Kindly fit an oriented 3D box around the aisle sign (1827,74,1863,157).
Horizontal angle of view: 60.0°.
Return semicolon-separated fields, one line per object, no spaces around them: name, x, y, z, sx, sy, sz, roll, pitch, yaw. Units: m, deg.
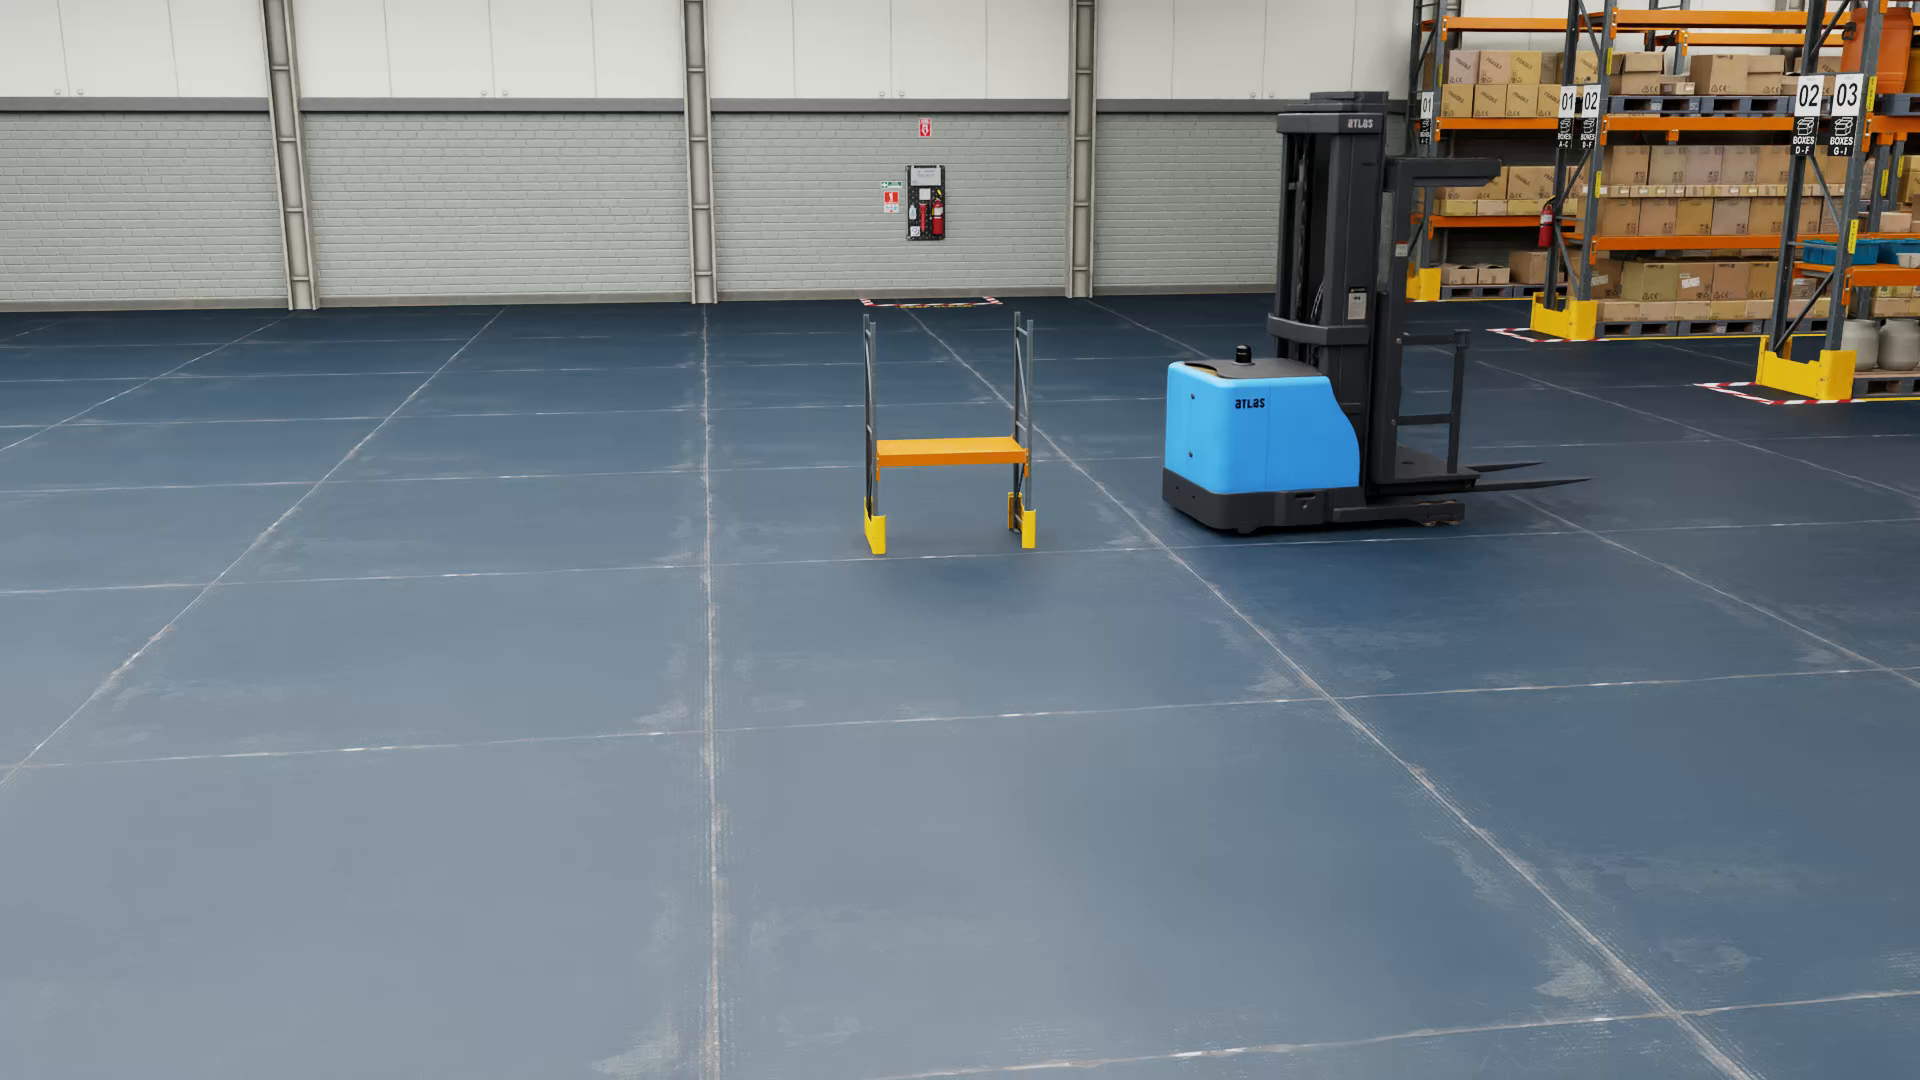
aisle sign;8.742;-4.193;16.430;0.004;0.787;0.394;-2;14;-8

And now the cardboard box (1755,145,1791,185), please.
cardboard box;10.558;-4.965;21.981;0.500;0.500;0.700;-2;14;-8

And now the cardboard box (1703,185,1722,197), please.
cardboard box;9.729;-4.569;21.737;0.250;0.149;0.380;-2;14;-9

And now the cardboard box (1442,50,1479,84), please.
cardboard box;7.711;-7.342;25.862;0.500;0.500;0.500;-3;14;-12

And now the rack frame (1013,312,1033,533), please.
rack frame;0.418;-0.743;11.101;0.032;1.500;0.500;-2;14;-8

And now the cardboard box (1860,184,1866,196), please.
cardboard box;11.754;-4.643;22.032;0.250;0.149;0.380;-2;14;-8

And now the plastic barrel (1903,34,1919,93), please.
plastic barrel;9.878;-4.827;16.886;0.600;0.588;0.600;0;14;0

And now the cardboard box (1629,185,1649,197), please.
cardboard box;8.716;-4.532;21.589;0.250;0.149;0.380;-2;14;-10

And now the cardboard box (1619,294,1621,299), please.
cardboard box;9.015;-3.178;22.518;0.500;0.250;0.500;-2;14;-8

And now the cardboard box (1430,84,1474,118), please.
cardboard box;7.662;-6.853;25.969;0.500;0.500;0.500;-2;14;-7

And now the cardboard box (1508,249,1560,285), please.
cardboard box;9.288;-4.428;26.945;0.500;0.500;0.700;-3;14;-12

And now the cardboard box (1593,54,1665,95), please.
cardboard box;8.605;-5.993;21.423;0.637;0.503;0.797;-1;14;-4

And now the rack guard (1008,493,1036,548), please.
rack guard;0.417;-0.137;11.252;0.087;0.250;0.587;-2;14;-8

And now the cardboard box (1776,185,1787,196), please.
cardboard box;10.748;-4.607;21.886;0.250;0.149;0.380;-2;14;-9

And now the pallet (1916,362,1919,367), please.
pallet;10.846;-1.738;17.719;1.213;0.211;1.003;-2;14;-8

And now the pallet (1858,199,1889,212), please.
pallet;14.516;-5.534;27.514;1.003;0.211;1.213;-2;14;-8

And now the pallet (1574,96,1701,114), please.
pallet;8.739;-5.628;21.513;1.213;0.211;1.003;-2;14;-8

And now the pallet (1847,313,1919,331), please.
pallet;12.714;-3.025;22.851;1.213;0.211;1.003;-2;14;-8

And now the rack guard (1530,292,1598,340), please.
rack guard;8.012;-2.983;22.090;0.348;0.500;1.175;-2;14;-8

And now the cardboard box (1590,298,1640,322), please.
cardboard box;8.599;-3.033;21.937;0.500;0.250;0.500;-2;14;-8

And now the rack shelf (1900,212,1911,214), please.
rack shelf;17.182;-5.402;28.073;4.000;0.370;1.077;-2;14;-8

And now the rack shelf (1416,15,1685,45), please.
rack shelf;9.272;-8.020;26.187;4.000;0.370;1.077;-2;14;-8

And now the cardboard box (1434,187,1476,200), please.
cardboard box;7.811;-5.634;26.245;0.500;0.500;0.500;-2;14;-8

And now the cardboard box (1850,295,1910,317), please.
cardboard box;12.427;-3.167;22.472;0.500;0.250;0.500;-2;14;-10

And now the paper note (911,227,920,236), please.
paper note;-0.710;-4.907;26.431;0.142;0.148;0.016;-2;14;-8

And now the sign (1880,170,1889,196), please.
sign;12.075;-4.667;21.720;0.005;0.325;0.100;-2;14;-8

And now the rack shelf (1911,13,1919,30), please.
rack shelf;13.969;-6.781;22.063;4.000;0.370;1.077;-2;14;-8

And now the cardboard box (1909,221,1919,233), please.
cardboard box;12.898;-4.203;22.330;0.250;0.149;0.380;-2;14;-8

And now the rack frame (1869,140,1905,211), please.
rack frame;15.205;-5.678;27.696;0.127;3.000;1.000;-2;14;-8

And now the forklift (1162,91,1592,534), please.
forklift;3.046;-1.637;11.724;3.031;2.935;1.130;-4;15;-14

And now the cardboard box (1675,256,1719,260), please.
cardboard box;10.003;-3.579;22.574;0.500;0.500;0.500;-2;14;-8

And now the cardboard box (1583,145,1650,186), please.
cardboard box;8.552;-4.890;21.682;0.500;0.500;0.700;-2;14;-8

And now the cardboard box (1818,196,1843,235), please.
cardboard box;11.553;-4.373;22.285;0.500;0.500;0.700;-2;14;-10

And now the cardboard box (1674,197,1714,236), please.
cardboard box;9.510;-4.296;21.979;0.500;0.500;0.700;-2;14;-8

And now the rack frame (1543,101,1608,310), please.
rack frame;8.036;-4.197;21.789;0.127;3.000;1.000;-2;14;-8

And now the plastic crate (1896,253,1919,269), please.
plastic crate;9.703;-2.832;16.891;0.250;0.136;0.298;-2;14;-8

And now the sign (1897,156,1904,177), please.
sign;15.295;-6.071;27.046;0.005;0.325;0.100;-2;14;-8

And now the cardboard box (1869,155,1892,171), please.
cardboard box;15.615;-6.323;27.868;0.500;0.250;0.500;-2;14;-7

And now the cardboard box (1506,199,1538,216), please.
cardboard box;8.840;-5.306;26.479;0.500;0.250;0.500;-2;14;-9

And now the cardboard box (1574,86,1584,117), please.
cardboard box;9.743;-6.924;26.251;0.500;0.500;0.500;-3;14;-11

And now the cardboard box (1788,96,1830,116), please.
cardboard box;13.909;-7.168;27.218;0.637;0.503;0.797;0;14;0

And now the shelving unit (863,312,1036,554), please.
shelving unit;-0.075;-0.725;11.028;1.083;1.500;0.587;-2;14;-8

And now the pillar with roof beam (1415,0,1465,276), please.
pillar with roof beam;8.499;-7.496;22.612;0.400;9.000;9.100;-2;14;-8

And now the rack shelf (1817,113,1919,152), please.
rack shelf;10.748;-4.184;17.050;4.000;0.370;1.077;-2;14;-8

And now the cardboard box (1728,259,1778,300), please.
cardboard box;10.575;-3.472;22.146;0.500;0.500;0.500;-2;14;-8

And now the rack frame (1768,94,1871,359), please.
rack frame;8.770;-3.005;17.038;0.127;3.000;1.000;-2;14;-8

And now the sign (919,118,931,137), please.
sign;-0.548;-6.472;26.096;0.199;0.298;0.001;-2;14;-8

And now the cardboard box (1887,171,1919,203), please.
cardboard box;15.723;-5.837;27.470;0.500;0.500;0.500;-2;14;-7

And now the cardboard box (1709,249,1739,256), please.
cardboard box;12.478;-4.595;27.614;0.500;0.500;0.700;-2;14;-9

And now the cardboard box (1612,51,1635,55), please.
cardboard box;10.251;-7.425;26.195;0.500;0.500;0.500;-1;14;-5

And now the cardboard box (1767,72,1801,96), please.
cardboard box;10.920;-6.051;22.047;0.500;0.311;0.500;-3;14;-11

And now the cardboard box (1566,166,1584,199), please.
cardboard box;9.836;-5.707;26.538;0.500;0.500;0.500;-3;14;-10

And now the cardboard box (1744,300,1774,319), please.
cardboard box;10.577;-3.105;22.225;0.500;0.250;0.500;-2;14;-8
